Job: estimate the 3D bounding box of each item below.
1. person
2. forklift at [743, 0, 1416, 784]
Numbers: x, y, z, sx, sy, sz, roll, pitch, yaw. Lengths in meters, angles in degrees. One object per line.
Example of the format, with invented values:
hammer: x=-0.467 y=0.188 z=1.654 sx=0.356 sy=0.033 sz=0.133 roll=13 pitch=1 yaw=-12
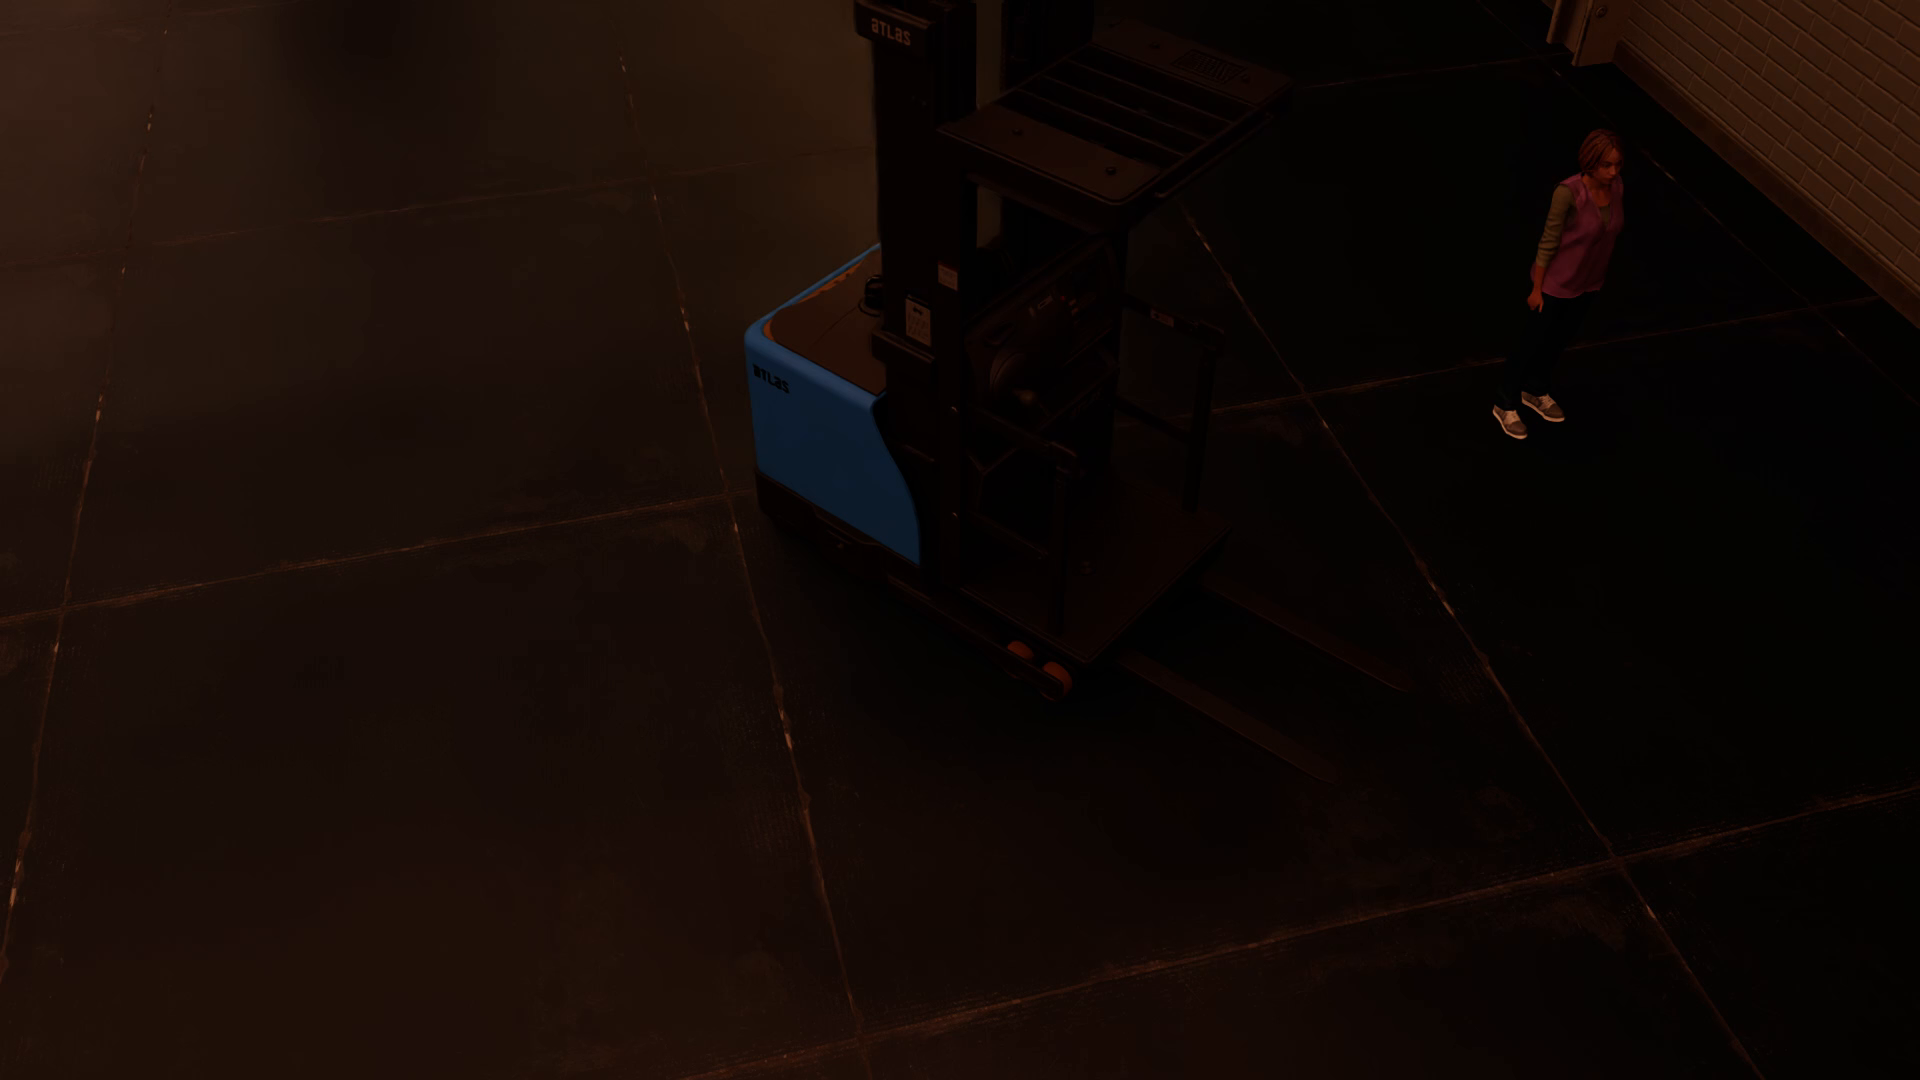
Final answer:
person: x=2.879 y=-1.216 z=7.901 sx=0.415 sy=1.603 sz=0.316 roll=-20 pitch=47 yaw=-20
forklift: x=0.499 y=-0.798 z=6.489 sx=3.031 sy=2.935 sz=1.130 roll=30 pitch=51 yaw=28
